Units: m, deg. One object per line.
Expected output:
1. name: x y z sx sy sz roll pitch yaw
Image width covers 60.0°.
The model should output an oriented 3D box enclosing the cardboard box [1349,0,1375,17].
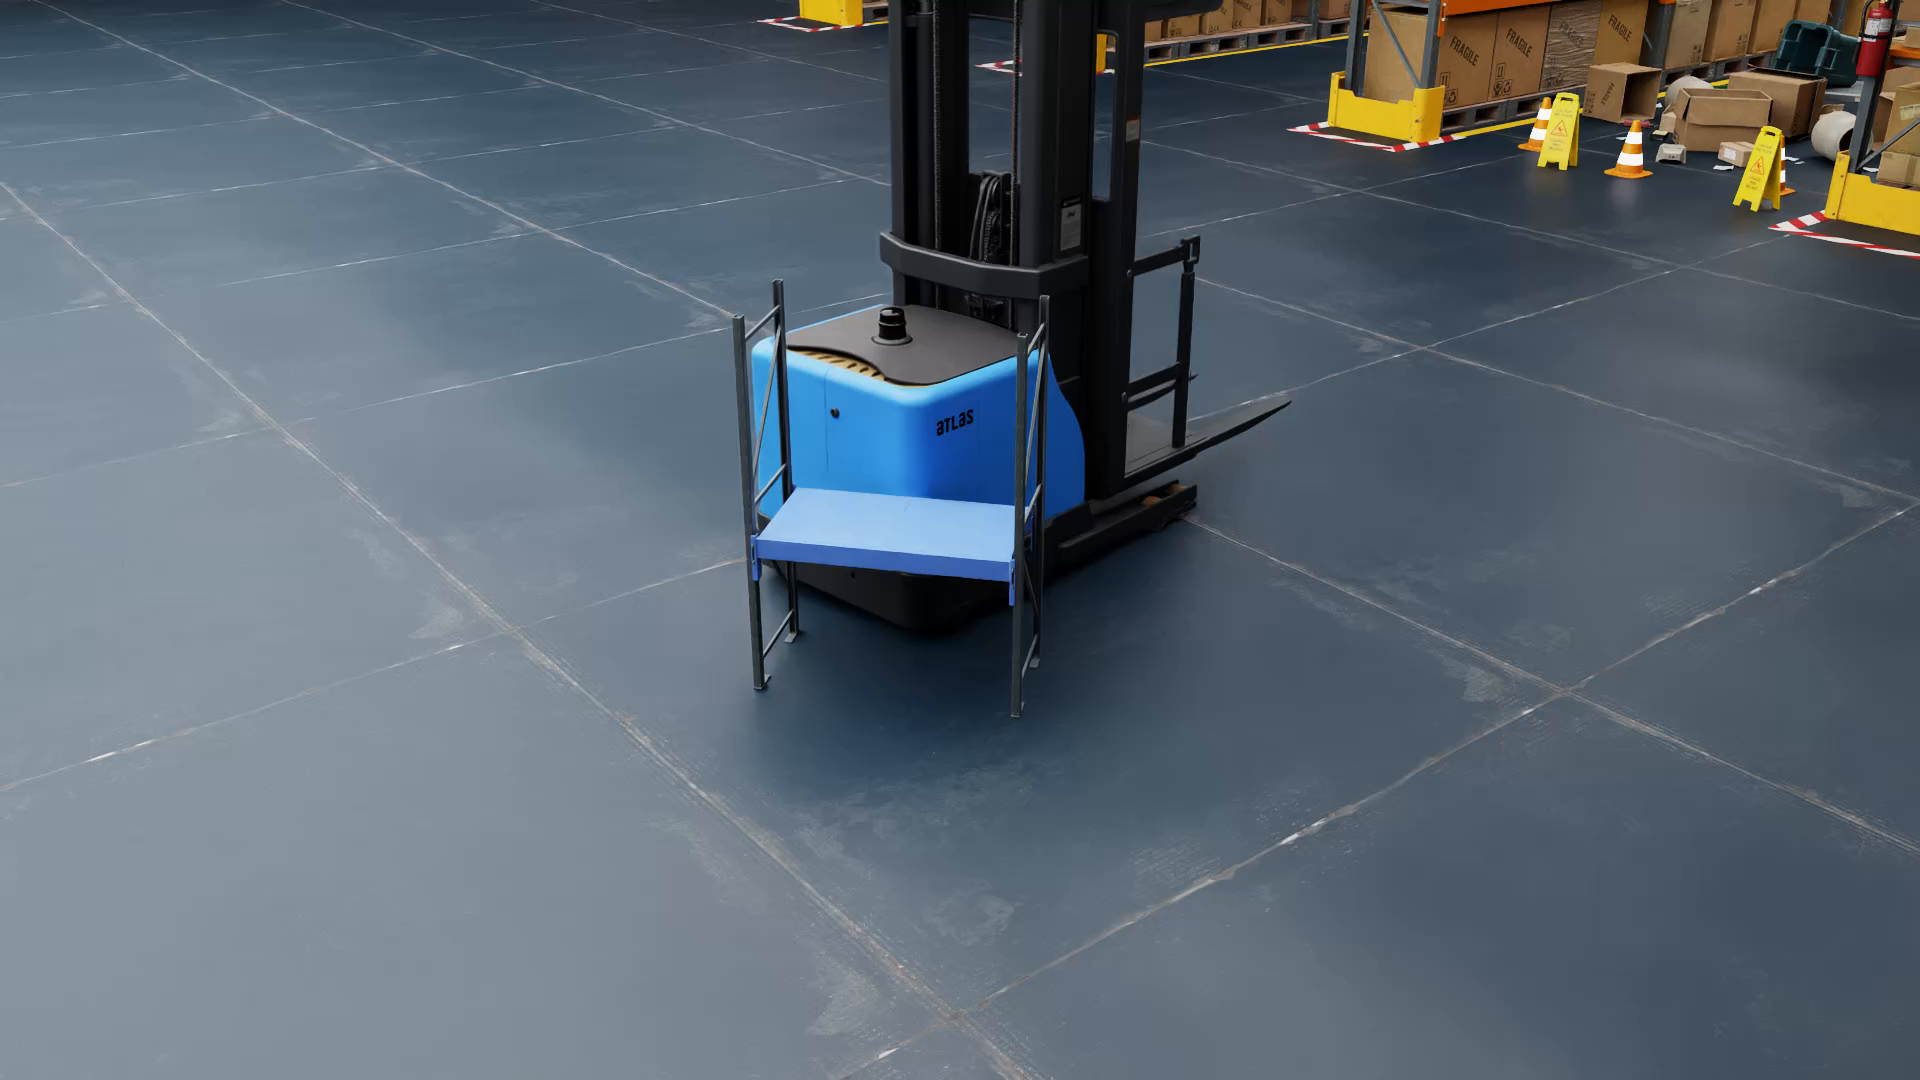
1. cardboard box: 5.226 -7.433 22.615 0.500 0.500 0.700 -18 31 -34

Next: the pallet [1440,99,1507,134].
1. pallet: 4.757 -4.358 16.854 1.213 0.211 1.003 -18 31 -34

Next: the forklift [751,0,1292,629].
1. forklift: 0.482 -1.501 7.466 1.130 2.935 3.031 21 32 38

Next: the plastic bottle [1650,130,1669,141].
1. plastic bottle: 6.768 -3.916 16.080 0.133 0.061 0.283 15 29 29

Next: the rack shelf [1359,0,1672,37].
1. rack shelf: 5.750 -5.582 17.035 4.000 0.370 1.077 -18 31 -34

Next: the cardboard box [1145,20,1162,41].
1. cardboard box: 2.146 -6.439 20.495 0.500 0.500 0.500 -10 27 -21

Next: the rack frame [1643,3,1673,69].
1. rack frame: 7.324 -6.428 18.003 0.127 3.000 1.000 -18 31 -34

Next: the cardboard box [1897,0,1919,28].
1. cardboard box: 7.567 -4.188 12.704 0.500 0.500 0.500 -19 31 -35

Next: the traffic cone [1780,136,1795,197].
1. traffic cone: 6.853 -3.164 13.983 0.334 0.463 0.336 -18 31 -34

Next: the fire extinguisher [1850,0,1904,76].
1. fire extinguisher: 6.936 -3.864 12.568 0.183 0.674 0.296 -18 31 -34

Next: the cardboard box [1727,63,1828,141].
1. cardboard box: 7.861 -4.246 16.104 0.503 0.637 0.797 -18 31 -34

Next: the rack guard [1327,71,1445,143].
1. rack guard: 4.158 -4.249 16.277 0.348 0.500 1.175 -18 31 -34

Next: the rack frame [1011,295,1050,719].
1. rack frame: 0.261 -0.111 6.173 0.032 1.500 0.500 5 25 11

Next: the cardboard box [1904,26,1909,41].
1. cardboard box: 7.604 -3.932 12.923 0.250 0.149 0.380 -19 31 -35

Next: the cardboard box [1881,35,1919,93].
1. cardboard box: 9.336 -4.606 16.147 0.500 0.500 0.500 -18 31 -34

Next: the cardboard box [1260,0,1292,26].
1. cardboard box: 4.004 -7.064 21.842 0.500 0.500 0.500 -19 31 -36

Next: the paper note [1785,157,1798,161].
1. paper note: 7.587 -3.500 15.233 0.142 0.019 0.148 -8 26 -16

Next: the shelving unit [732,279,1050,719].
1. shelving unit: -0.236 -0.156 6.269 1.048 1.500 0.538 5 25 11

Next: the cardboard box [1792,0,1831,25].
1. cardboard box: 9.937 -6.509 20.350 0.750 0.750 1.050 -19 31 -35

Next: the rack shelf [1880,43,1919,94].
1. rack shelf: 8.884 -3.969 13.558 4.000 0.370 1.077 -18 31 -34

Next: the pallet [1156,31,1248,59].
1. pallet: 2.876 -6.328 21.099 1.213 0.211 1.003 -18 31 -34

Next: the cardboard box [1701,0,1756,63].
1. cardboard box: 8.519 -6.039 19.337 0.750 0.750 1.050 -18 31 -34

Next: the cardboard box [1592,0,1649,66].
1. cardboard box: 6.786 -5.515 18.060 0.875 0.875 0.875 -18 30 -33

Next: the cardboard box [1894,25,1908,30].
1. cardboard box: 11.980 -6.890 21.468 0.500 0.500 0.500 -19 31 -35

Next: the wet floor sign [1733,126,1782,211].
1. wet floor sign: 6.501 -3.013 13.440 0.232 0.644 0.267 -8 26 -16

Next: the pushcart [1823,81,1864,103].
1. pushcart: 9.012 -4.368 16.678 1.648 0.377 0.936 15 29 29

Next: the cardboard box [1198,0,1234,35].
1. cardboard box: 3.117 -6.725 21.113 0.500 0.500 0.500 -22 33 -38

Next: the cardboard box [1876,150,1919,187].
1. cardboard box: 7.799 -3.024 13.436 0.500 0.250 0.500 -18 31 -34

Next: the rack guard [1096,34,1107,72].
1. rack guard: 1.255 -5.945 19.930 0.348 0.500 1.175 -18 31 -34

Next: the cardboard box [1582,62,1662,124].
1. cardboard box: 6.736 -4.552 16.927 0.500 0.500 0.500 -13 28 -25

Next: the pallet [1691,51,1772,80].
1. pallet: 8.845 -5.708 19.762 1.213 0.211 1.003 -18 31 -34

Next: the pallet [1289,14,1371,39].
1. pallet: 4.955 -7.036 22.624 1.213 0.211 1.003 -18 31 -34

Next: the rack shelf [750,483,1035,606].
1. rack shelf: -0.236 0.007 6.345 1.000 0.185 0.538 5 25 11

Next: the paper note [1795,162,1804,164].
1. paper note: 7.612 -3.418 15.067 0.123 0.001 0.032 -18 31 -34

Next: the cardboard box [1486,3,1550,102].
1. cardboard box: 5.360 -5.043 17.044 0.875 0.875 0.875 -19 31 -35

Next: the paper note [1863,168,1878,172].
1. paper note: 8.114 -3.301 14.792 0.142 0.019 0.148 15 29 29

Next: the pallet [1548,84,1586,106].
1. pallet: 6.677 -4.992 18.220 1.213 0.211 1.003 -18 31 -34

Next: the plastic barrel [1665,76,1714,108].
1. plastic barrel: 7.378 -4.457 16.815 0.421 0.421 0.512 1 25 2

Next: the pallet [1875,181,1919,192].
1. pallet: 8.031 -2.730 13.346 1.213 0.211 1.003 -18 31 -34

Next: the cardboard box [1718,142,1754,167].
1. cardboard box: 7.095 -3.492 15.062 0.250 0.149 0.380 -3 25 -7

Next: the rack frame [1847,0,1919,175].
1. rack frame: 7.310 -3.776 12.287 0.127 3.000 1.000 -18 31 -34

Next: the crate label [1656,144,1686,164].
1. crate label: 6.481 -3.520 15.138 0.250 0.136 0.298 10 27 20
